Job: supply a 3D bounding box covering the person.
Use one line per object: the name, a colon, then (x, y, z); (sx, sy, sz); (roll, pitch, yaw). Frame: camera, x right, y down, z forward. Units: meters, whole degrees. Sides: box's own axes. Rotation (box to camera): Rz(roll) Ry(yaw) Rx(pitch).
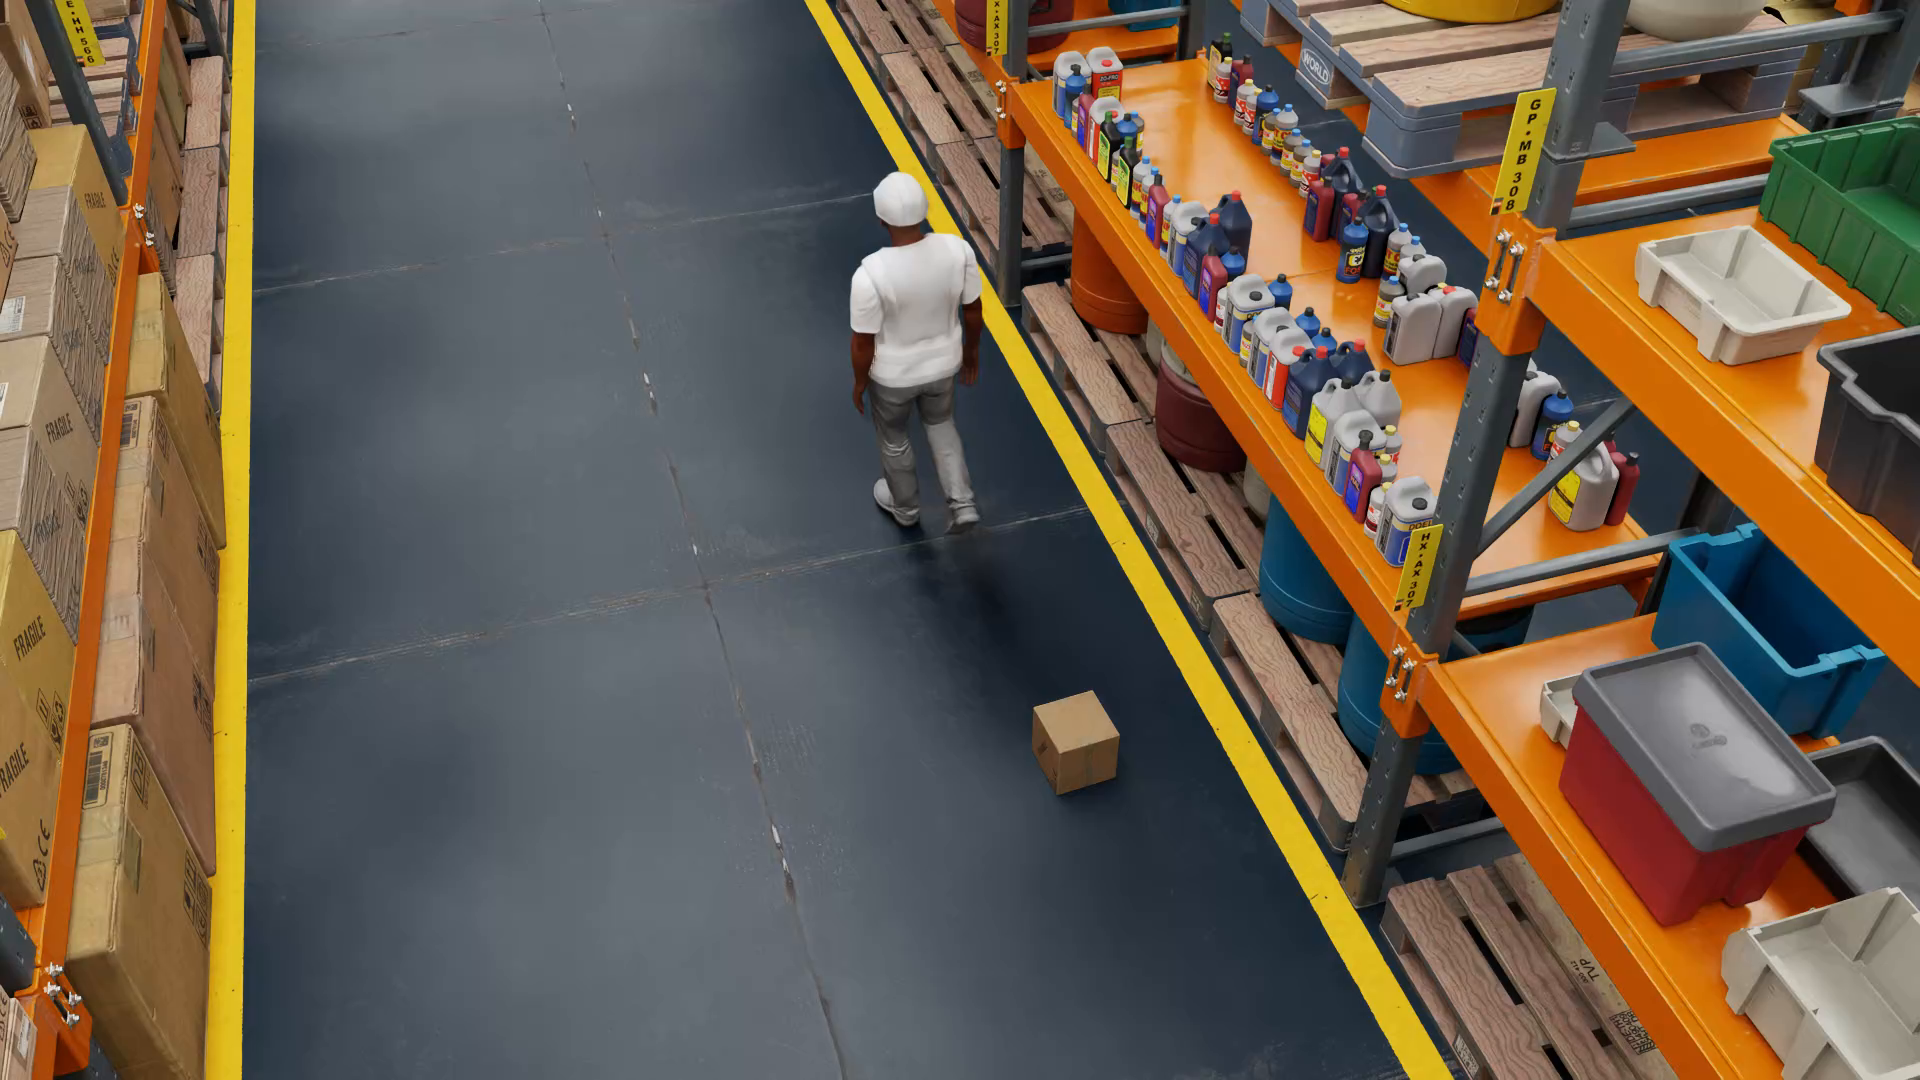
person: (-0.160, -0.703, 6.896); (0.582, 1.754, 0.683); (-18, 45, -19)
